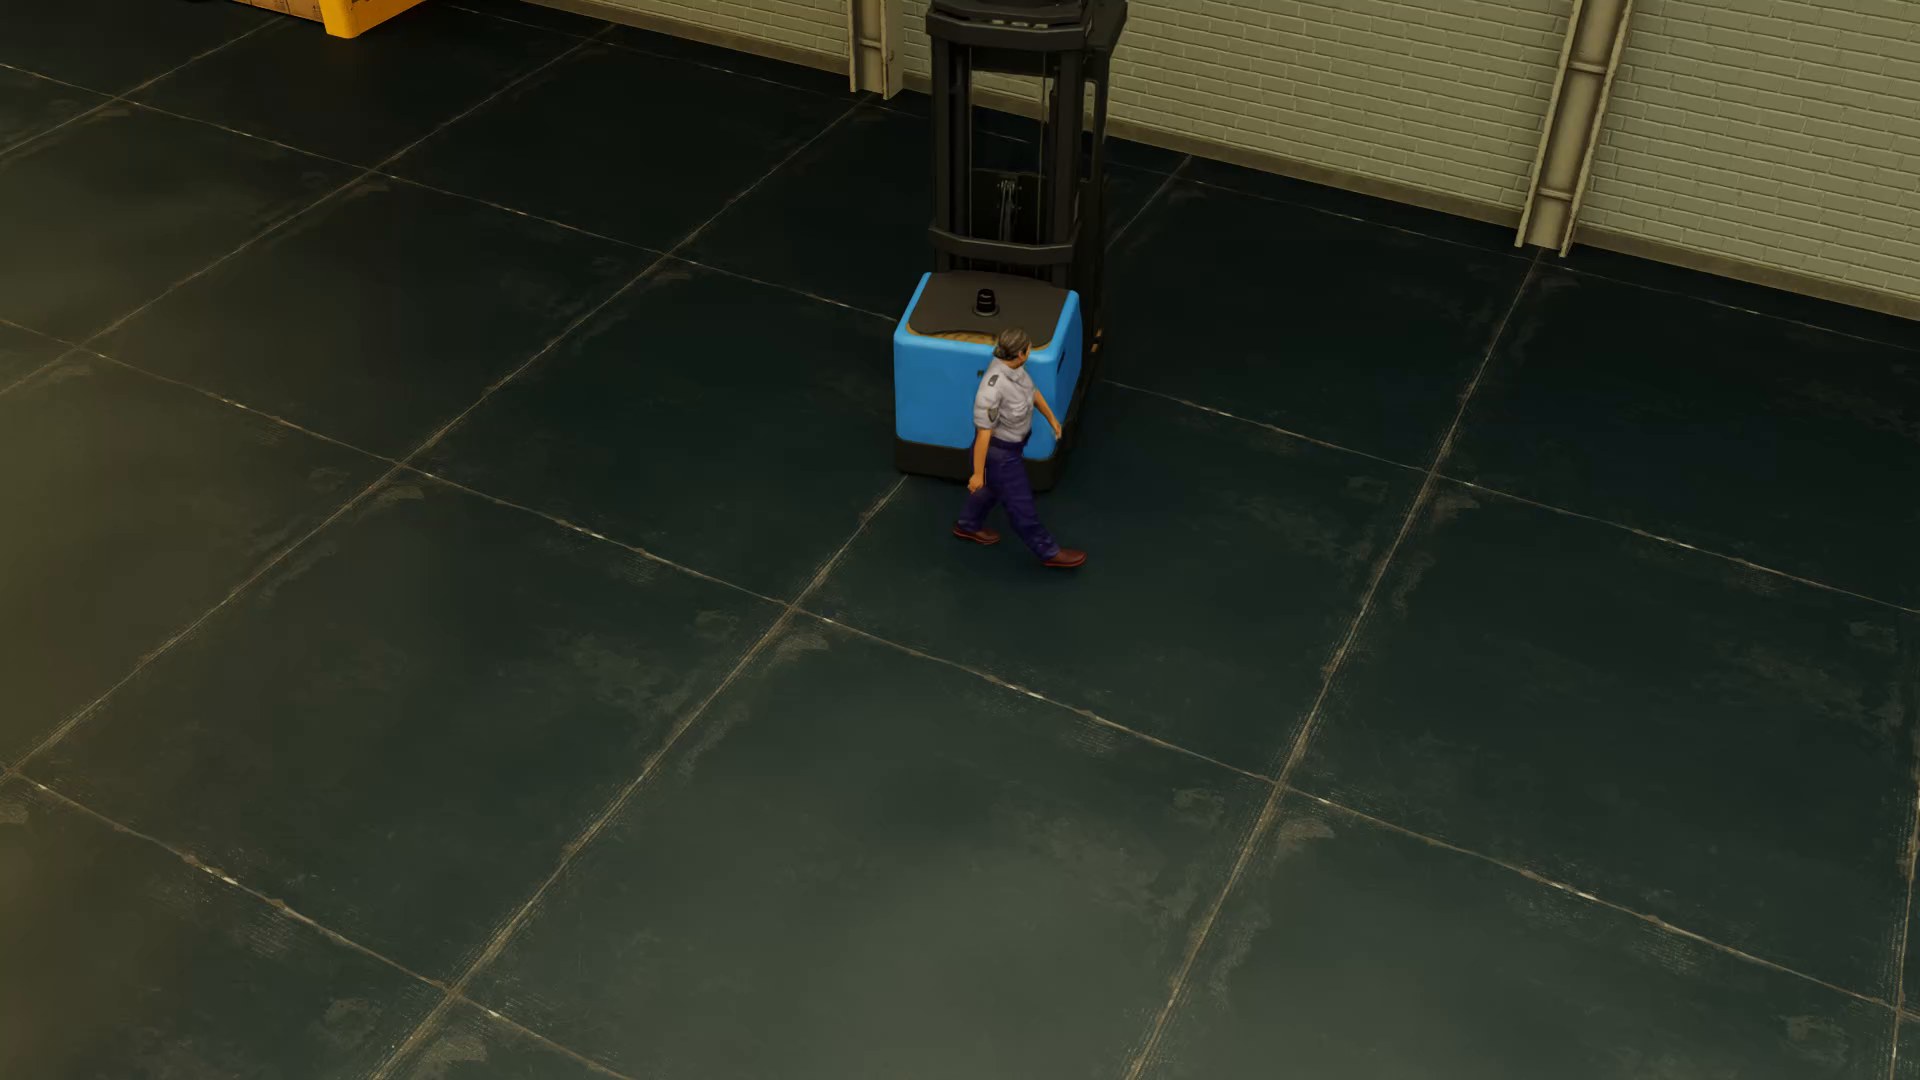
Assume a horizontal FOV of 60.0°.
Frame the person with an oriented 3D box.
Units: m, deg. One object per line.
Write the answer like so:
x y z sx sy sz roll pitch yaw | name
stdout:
0.355 -0.515 9.636 0.875 1.604 0.647 9 41 11 | person

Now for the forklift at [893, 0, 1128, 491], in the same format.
0.421 -2.390 10.824 1.130 2.935 3.031 9 41 10 | forklift
